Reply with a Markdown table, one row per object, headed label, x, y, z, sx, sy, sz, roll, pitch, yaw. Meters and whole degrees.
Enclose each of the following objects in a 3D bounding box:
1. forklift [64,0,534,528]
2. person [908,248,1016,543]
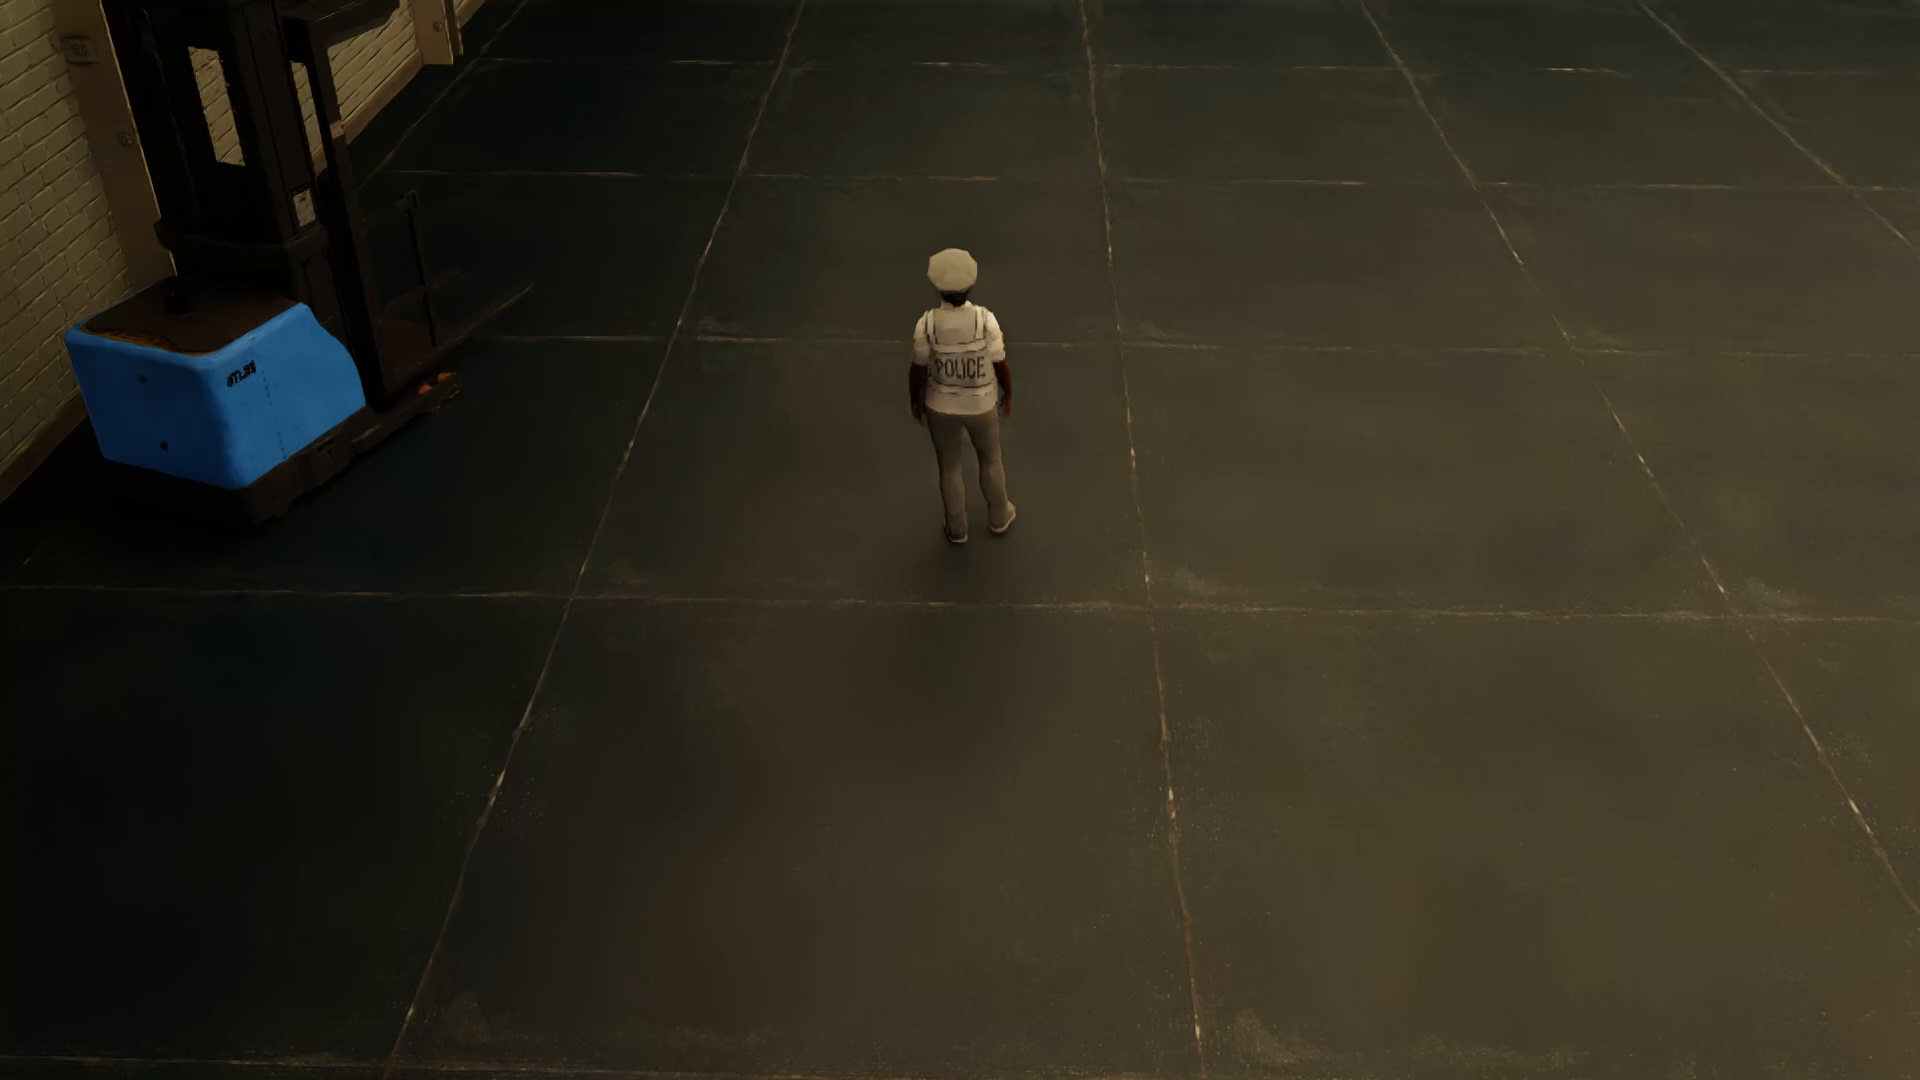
| label | x | y | z | sx | sy | sz | roll | pitch | yaw |
| --- | --- | --- | --- | --- | --- | --- | --- | --- | --- |
| forklift | -3.784 | -2.094 | 9.615 | 1.130 | 2.935 | 3.031 | 12 | 35 | 18 |
| person | 0.022 | -0.755 | 8.691 | 0.570 | 1.695 | 0.529 | 1 | 33 | 1 |
